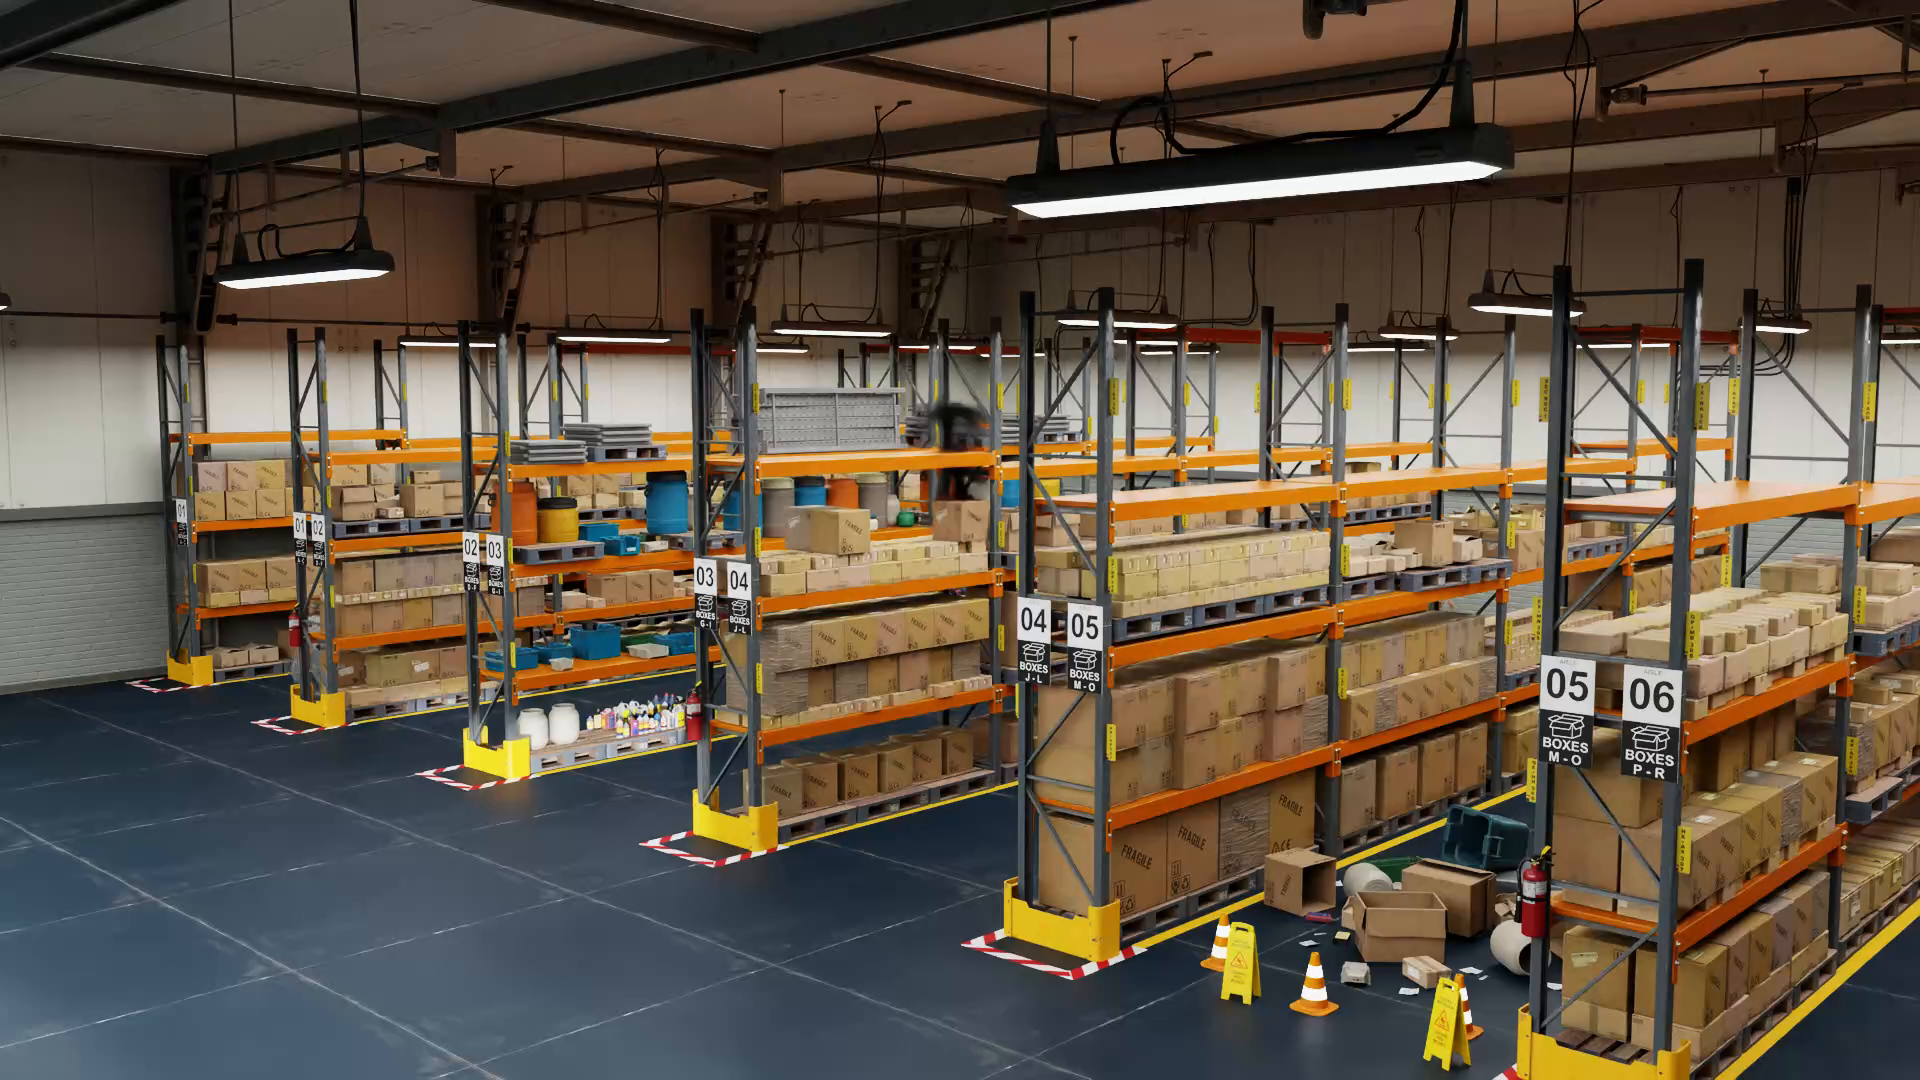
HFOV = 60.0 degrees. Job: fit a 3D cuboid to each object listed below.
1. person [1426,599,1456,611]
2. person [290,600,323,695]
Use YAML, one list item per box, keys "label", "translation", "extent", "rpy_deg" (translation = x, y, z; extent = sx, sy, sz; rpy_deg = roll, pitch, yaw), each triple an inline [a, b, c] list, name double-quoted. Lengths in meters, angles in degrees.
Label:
- label: "person"
  translation: [8.925, 1.423, 31.204]
  extent: [0.584, 1.586, 0.892]
  rpy_deg: [-3, 6, -27]
- label: "person"
  translation: [-10.546, 1.802, 27.109]
  extent: [0.633, 1.721, 0.692]
  rpy_deg: [2, 6, 22]
